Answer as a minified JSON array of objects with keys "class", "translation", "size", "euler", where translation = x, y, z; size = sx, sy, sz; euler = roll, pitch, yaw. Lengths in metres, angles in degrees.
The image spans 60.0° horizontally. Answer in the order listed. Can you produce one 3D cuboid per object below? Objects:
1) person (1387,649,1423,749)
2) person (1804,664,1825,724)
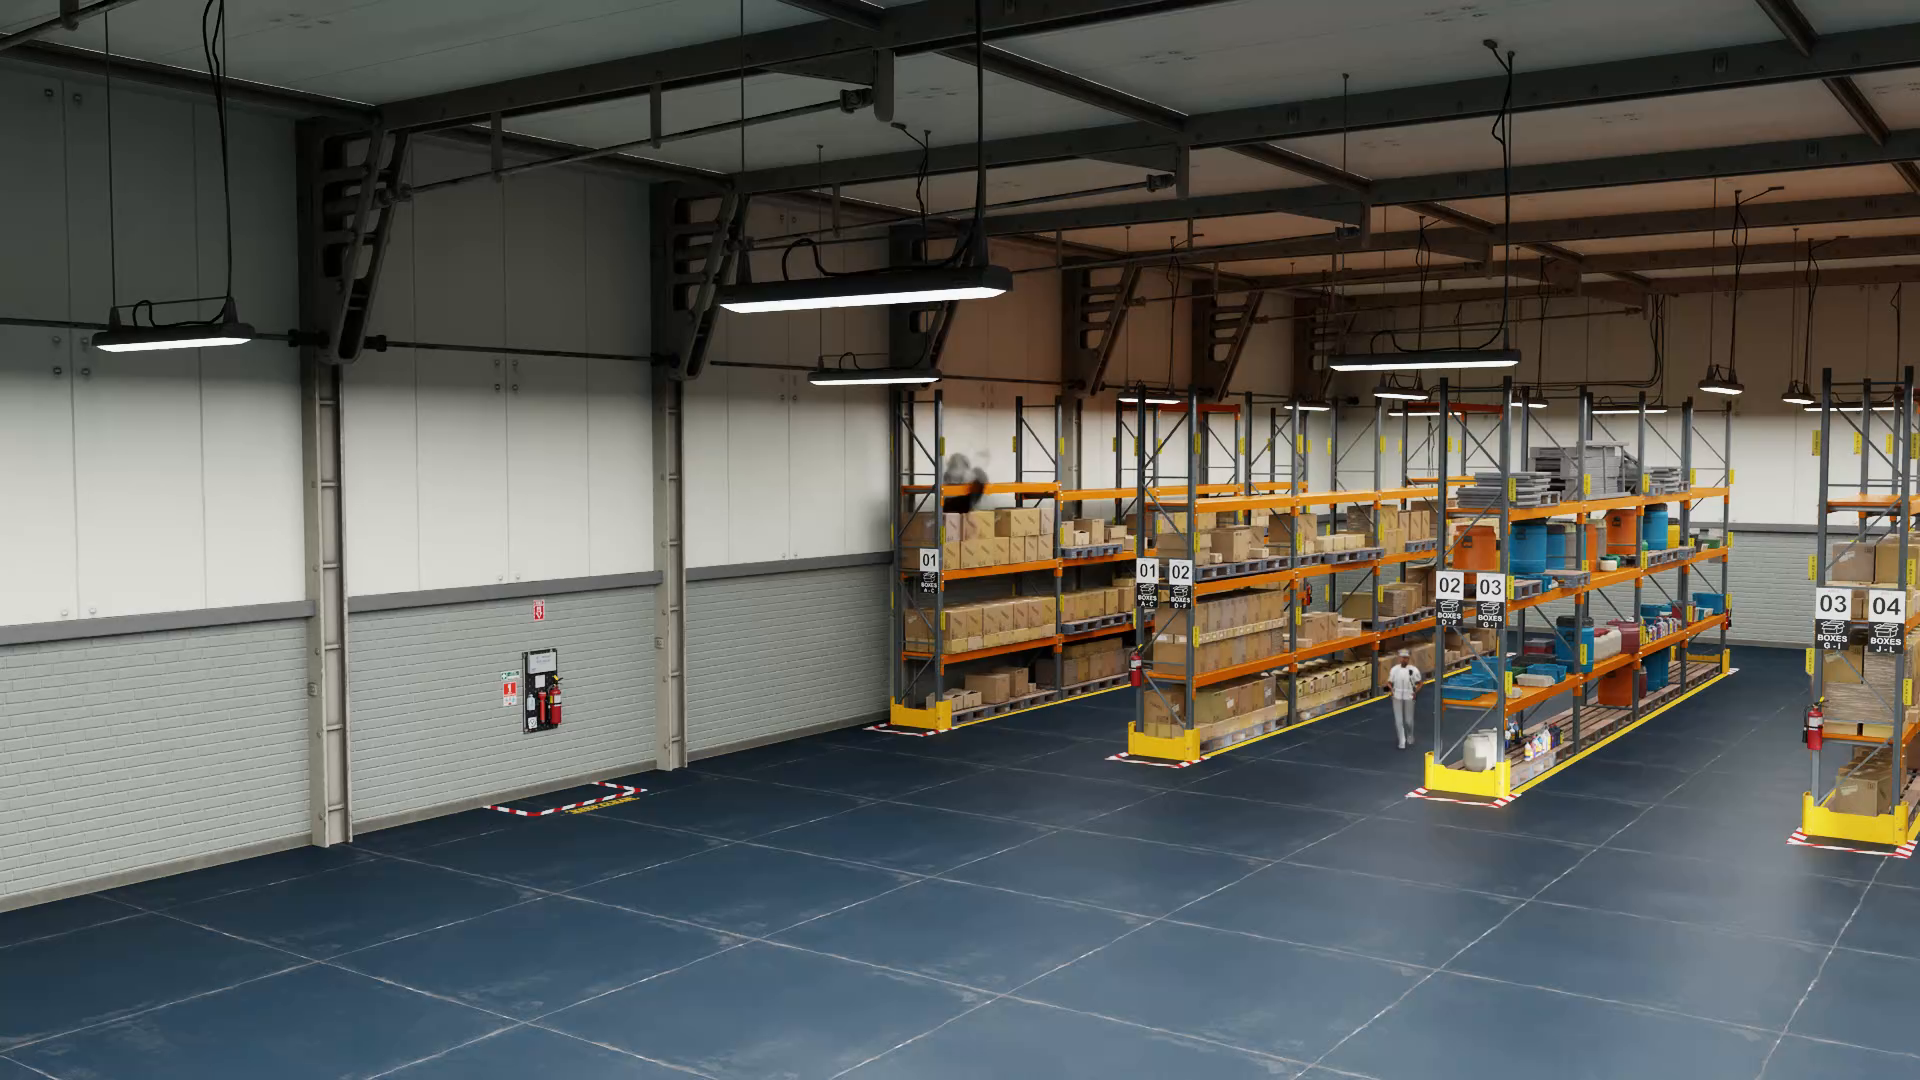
[{"class":"person","translation":[7.331,2.625,27.482],"size":[0.571,1.653,0.550],"euler":[1,3,21]},{"class":"person","translation":[15.116,2.547,29.166],"size":[0.574,1.631,0.539],"euler":[2,4,34]}]
